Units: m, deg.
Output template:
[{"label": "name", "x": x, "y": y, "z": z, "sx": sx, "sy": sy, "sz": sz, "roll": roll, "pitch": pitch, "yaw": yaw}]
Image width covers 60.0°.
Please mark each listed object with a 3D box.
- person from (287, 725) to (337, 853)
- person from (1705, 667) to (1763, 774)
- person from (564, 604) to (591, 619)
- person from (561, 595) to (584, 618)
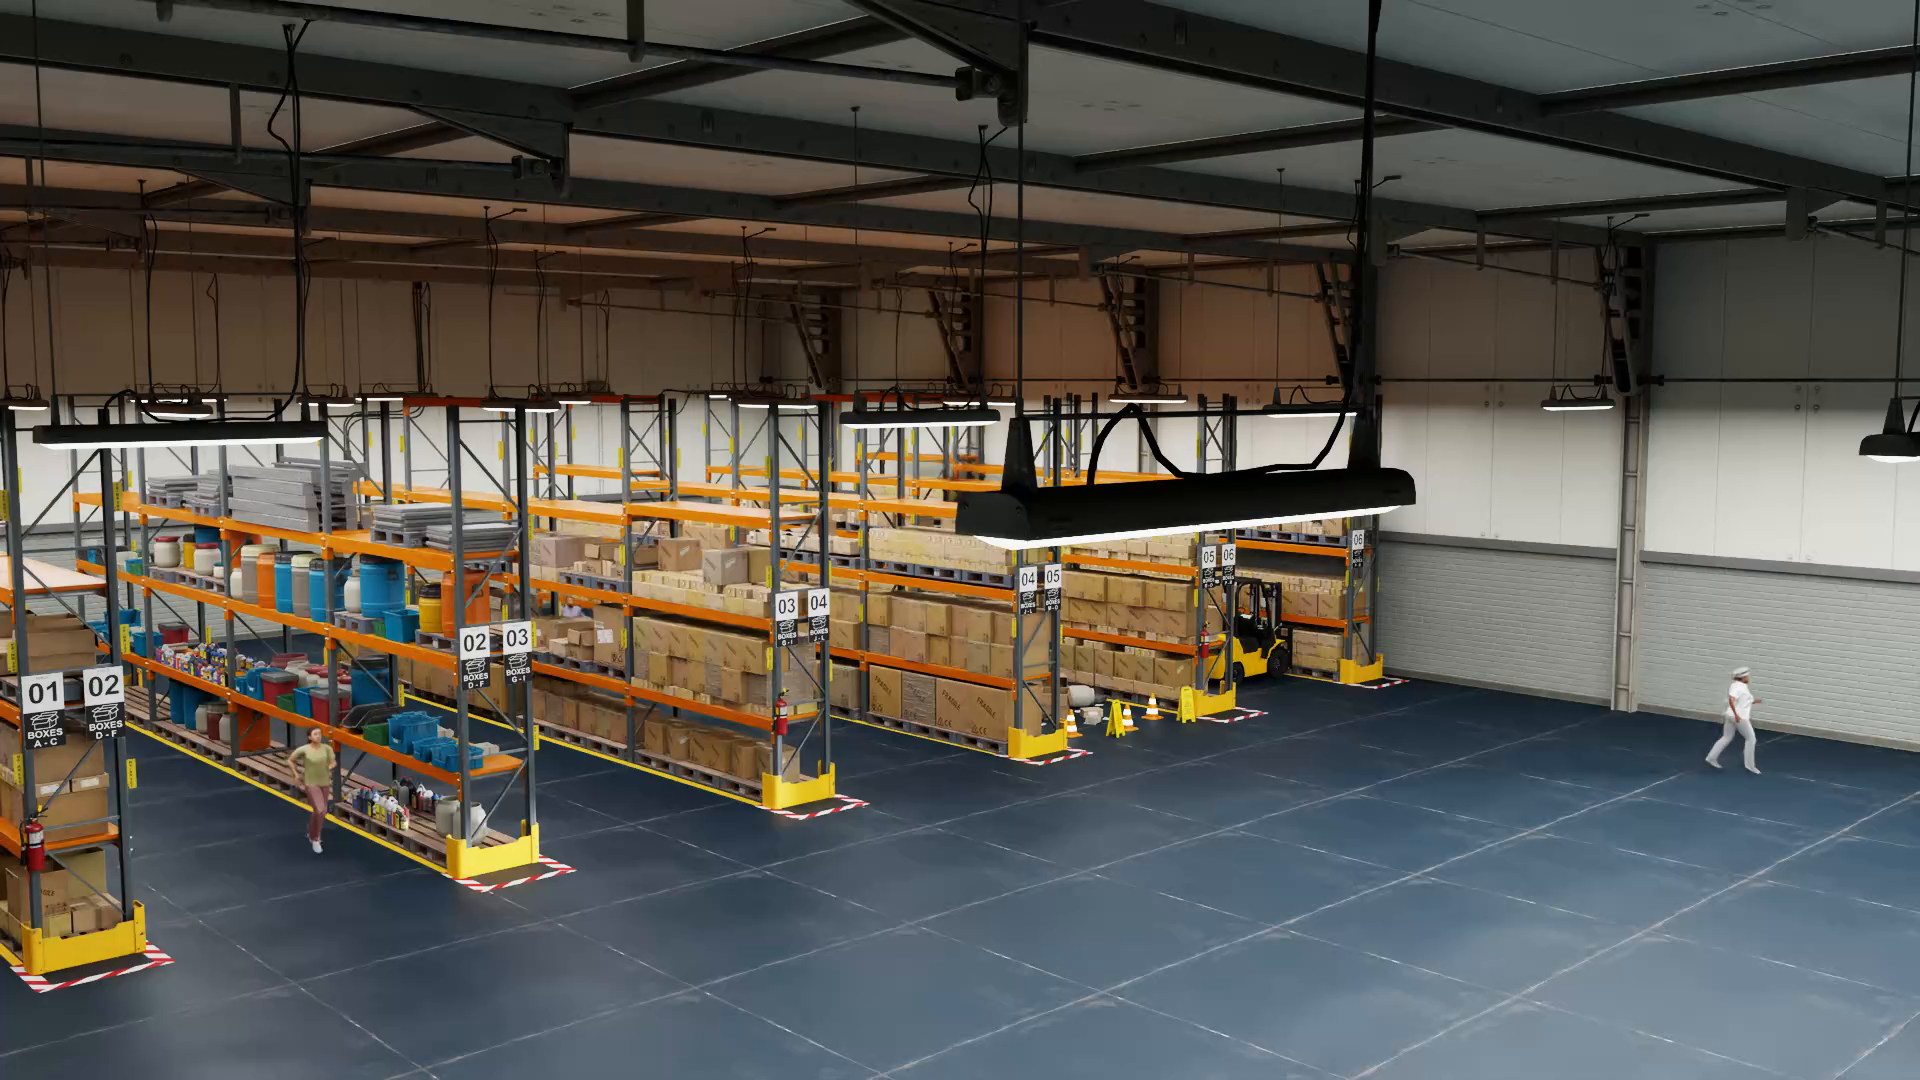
[{"label": "person", "x": -8.671, "y": 3.337, "z": 22.400, "sx": 0.708, "sy": 1.708, "sz": 0.544, "roll": 5, "pitch": 7, "yaw": 40}, {"label": "person", "x": 12.471, "y": 2.898, "z": 26.731, "sx": 0.863, "sy": 1.738, "sz": 0.547, "roll": 0, "pitch": 6, "yaw": 1}, {"label": "person", "x": -9.614, "y": 1.513, "z": 41.485, "sx": 0.693, "sy": 1.675, "sz": 0.605, "roll": -4, "pitch": 7, "yaw": -37}, {"label": "person", "x": -8.446, "y": 2.041, "z": 36.090, "sx": 0.577, "sy": 1.712, "sz": 0.776, "roll": -5, "pitch": 7, "yaw": -39}]
